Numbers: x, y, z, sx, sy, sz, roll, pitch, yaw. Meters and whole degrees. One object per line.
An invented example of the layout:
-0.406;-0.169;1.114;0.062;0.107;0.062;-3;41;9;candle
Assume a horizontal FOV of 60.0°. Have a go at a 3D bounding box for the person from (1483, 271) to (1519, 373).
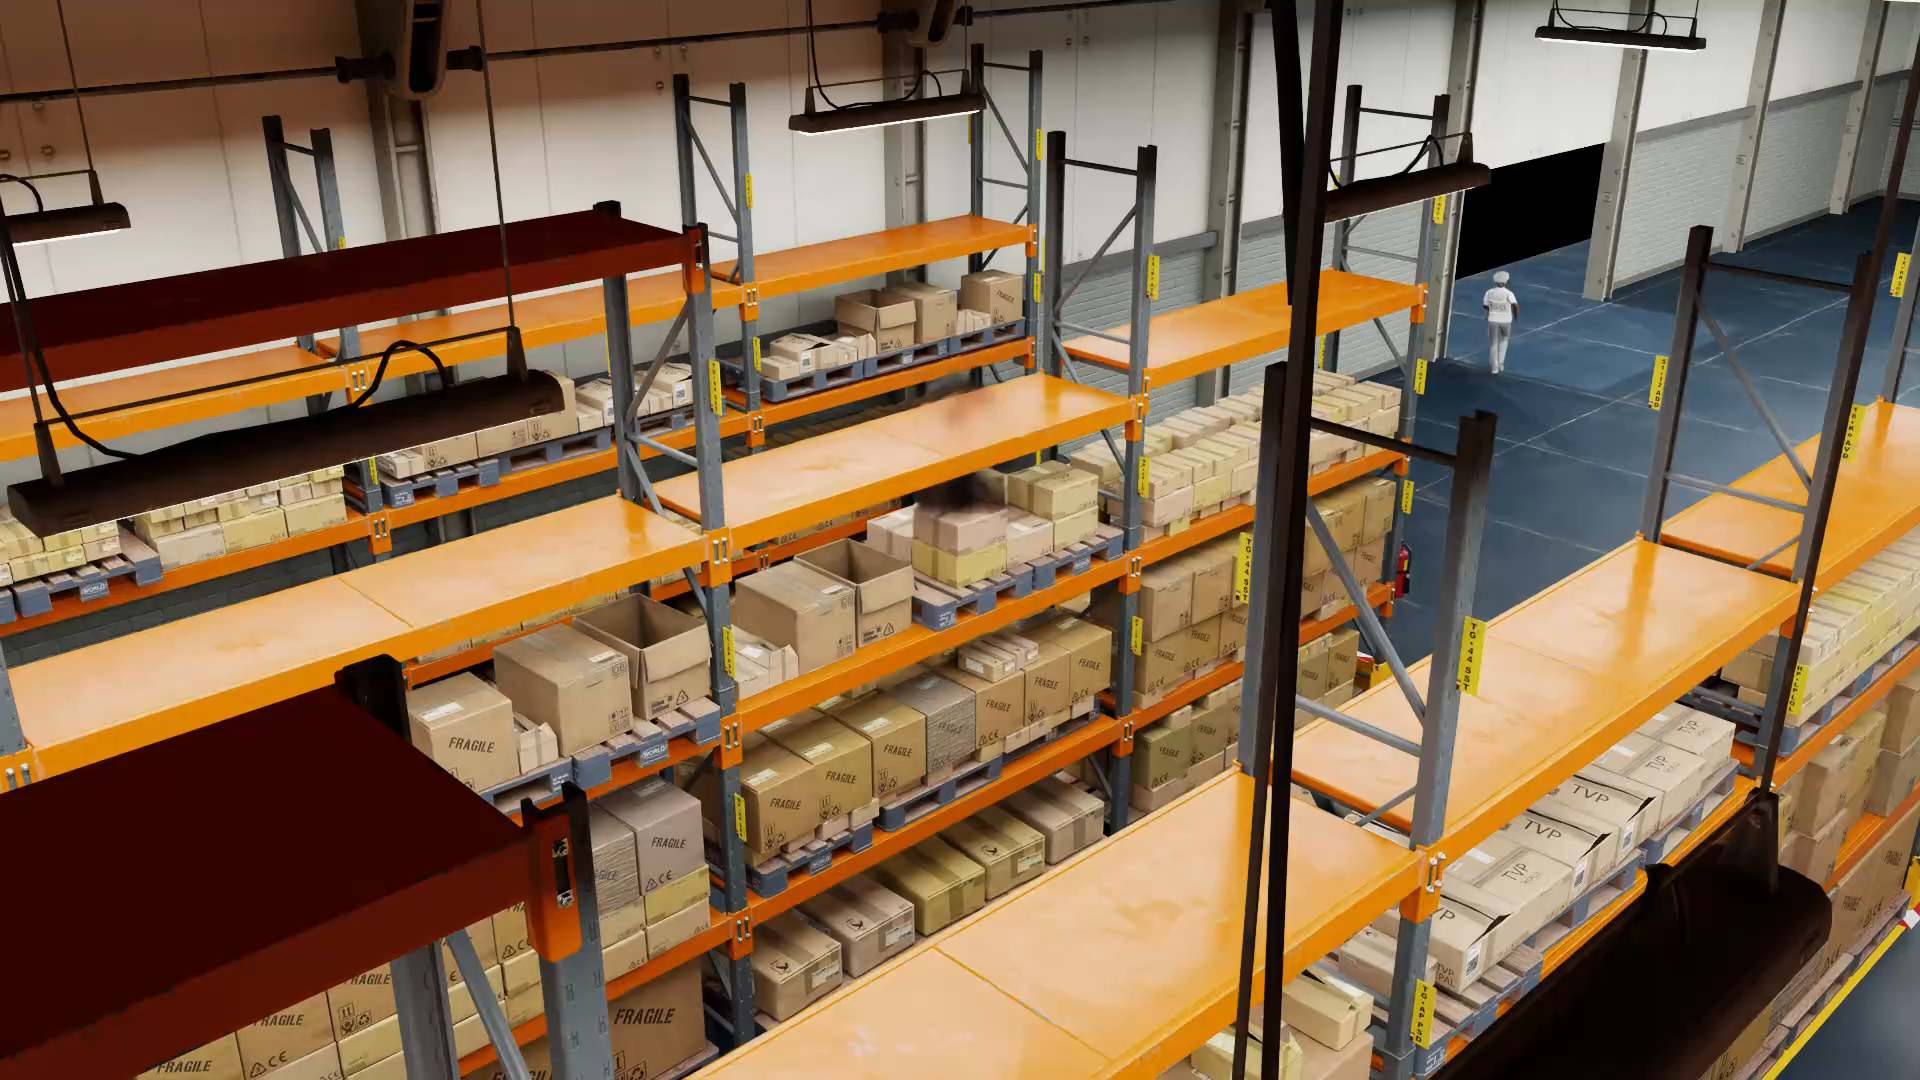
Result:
8.845;-3.553;27.285;0.576;1.717;0.666;7;23;16;person
